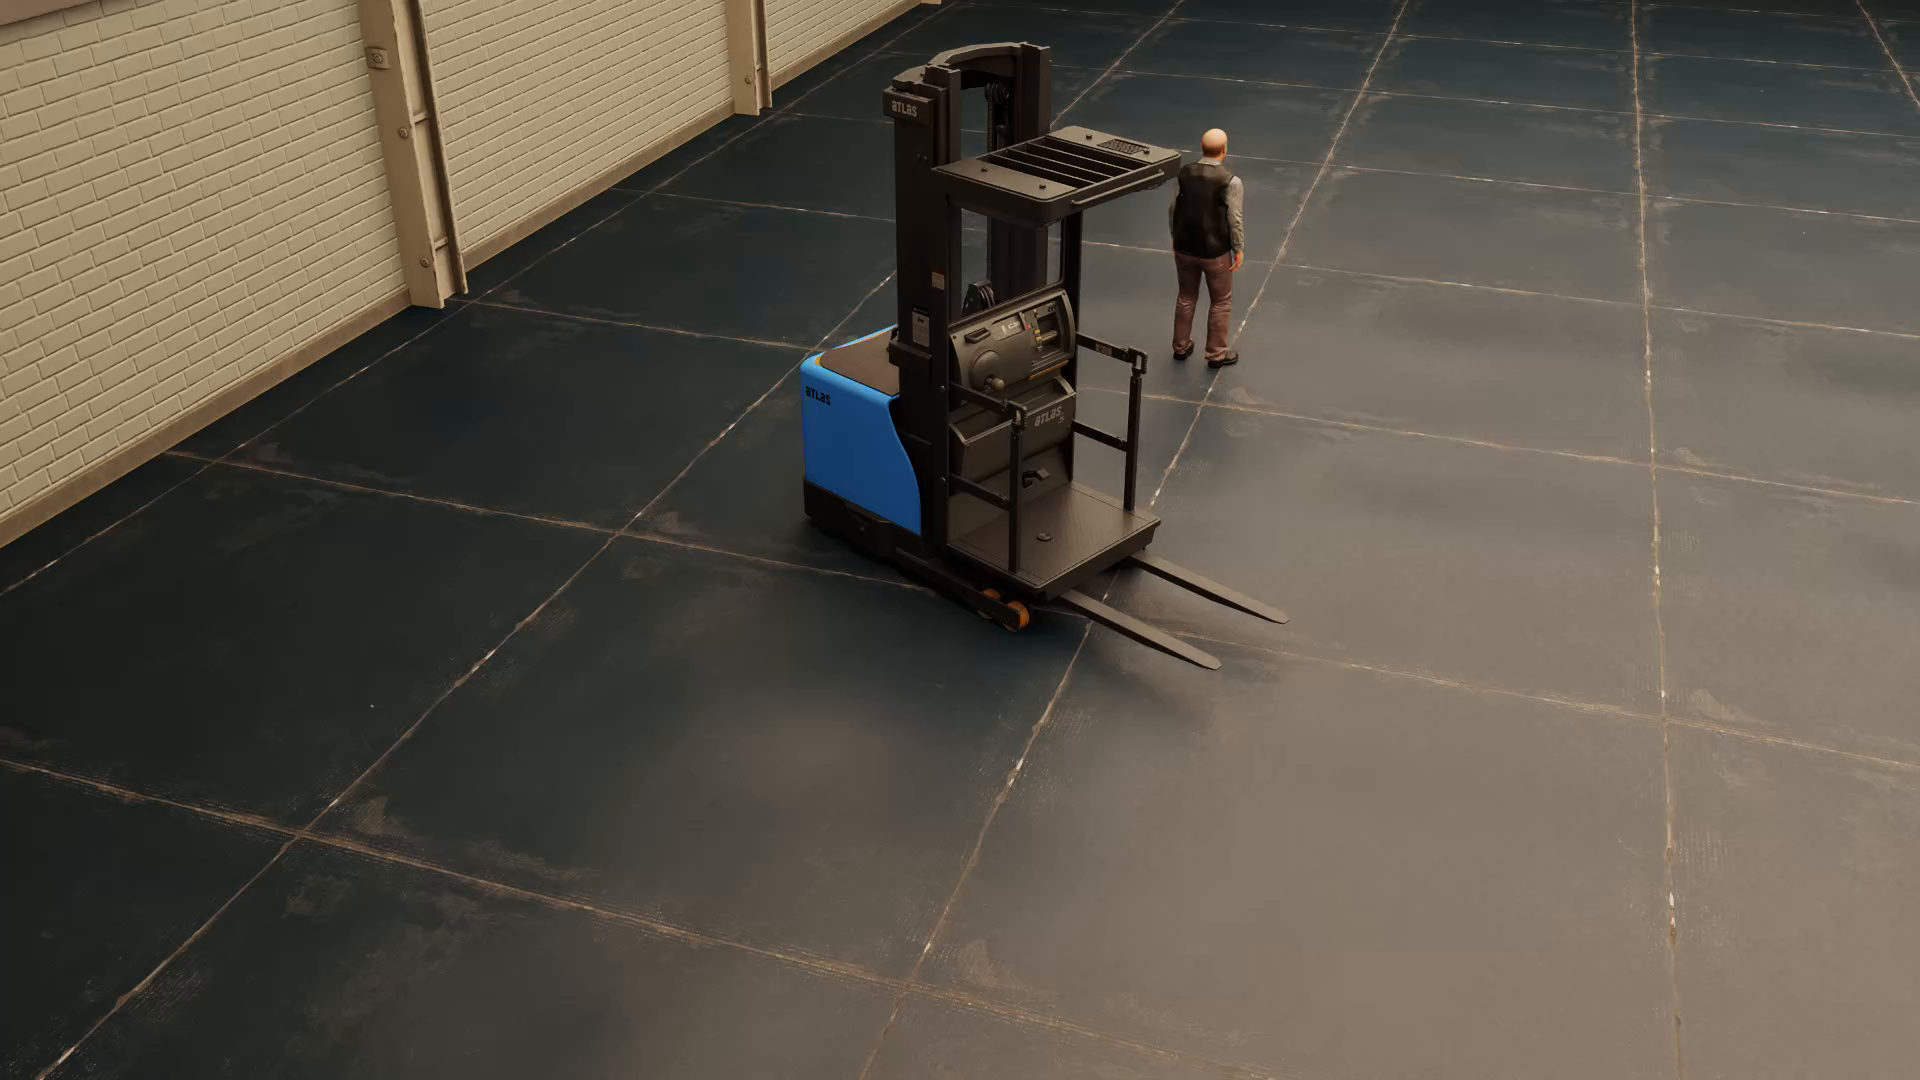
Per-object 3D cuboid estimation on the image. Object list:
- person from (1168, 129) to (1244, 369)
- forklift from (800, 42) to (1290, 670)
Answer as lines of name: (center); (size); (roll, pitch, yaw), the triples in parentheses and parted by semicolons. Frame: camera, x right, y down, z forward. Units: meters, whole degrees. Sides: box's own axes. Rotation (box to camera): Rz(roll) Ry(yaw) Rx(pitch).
person: (1.769, -2.100, 12.045); (0.580, 1.720, 0.421); (19, 35, 30)
forklift: (0.449, -1.058, 8.992); (3.031, 2.935, 1.130); (26, 38, 37)
